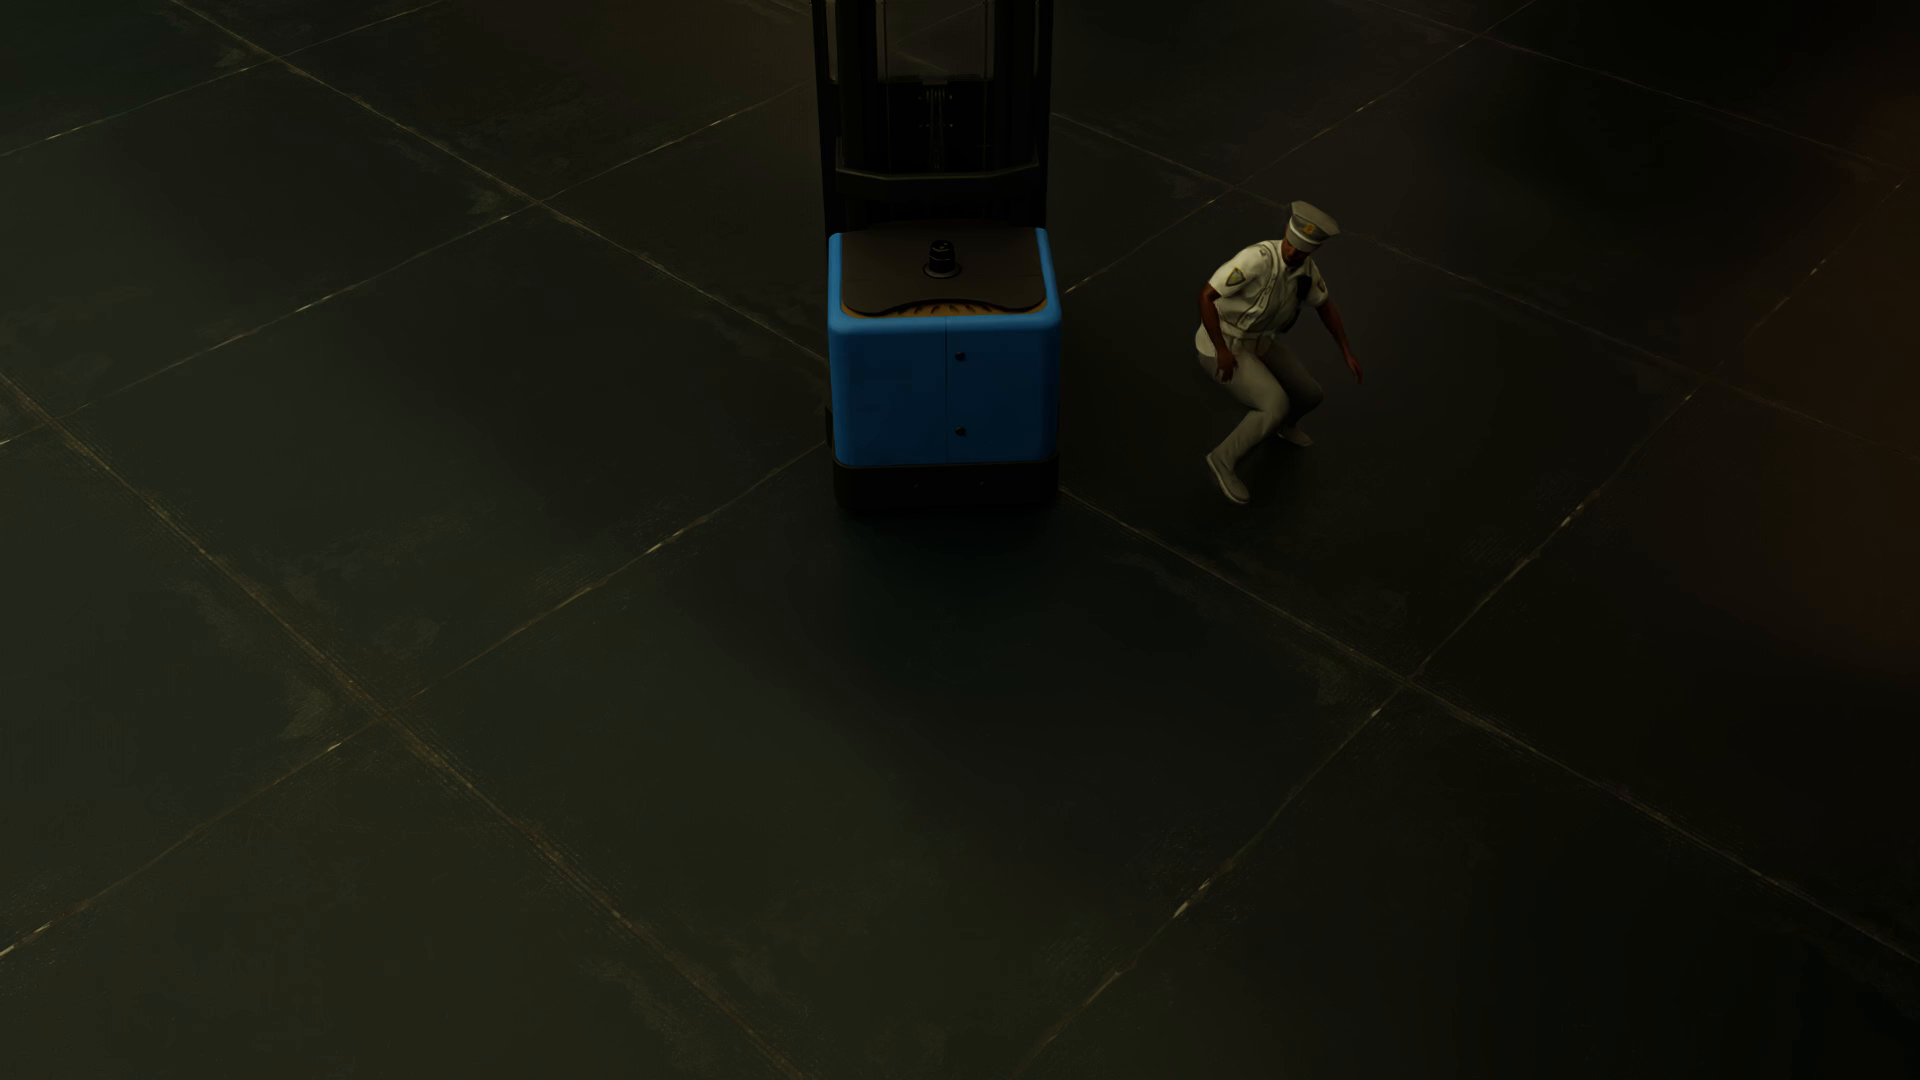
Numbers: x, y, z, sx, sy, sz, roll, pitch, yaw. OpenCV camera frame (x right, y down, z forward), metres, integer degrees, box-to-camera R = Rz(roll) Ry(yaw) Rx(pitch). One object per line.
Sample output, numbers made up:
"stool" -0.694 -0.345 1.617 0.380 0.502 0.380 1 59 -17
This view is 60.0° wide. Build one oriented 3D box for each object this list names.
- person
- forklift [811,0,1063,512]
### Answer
"person" 1.469 -0.886 7.648 0.743 1.458 0.643 -33 50 -32
"forklift" -0.135 -2.185 7.975 1.130 2.935 3.031 -2 41 -2
